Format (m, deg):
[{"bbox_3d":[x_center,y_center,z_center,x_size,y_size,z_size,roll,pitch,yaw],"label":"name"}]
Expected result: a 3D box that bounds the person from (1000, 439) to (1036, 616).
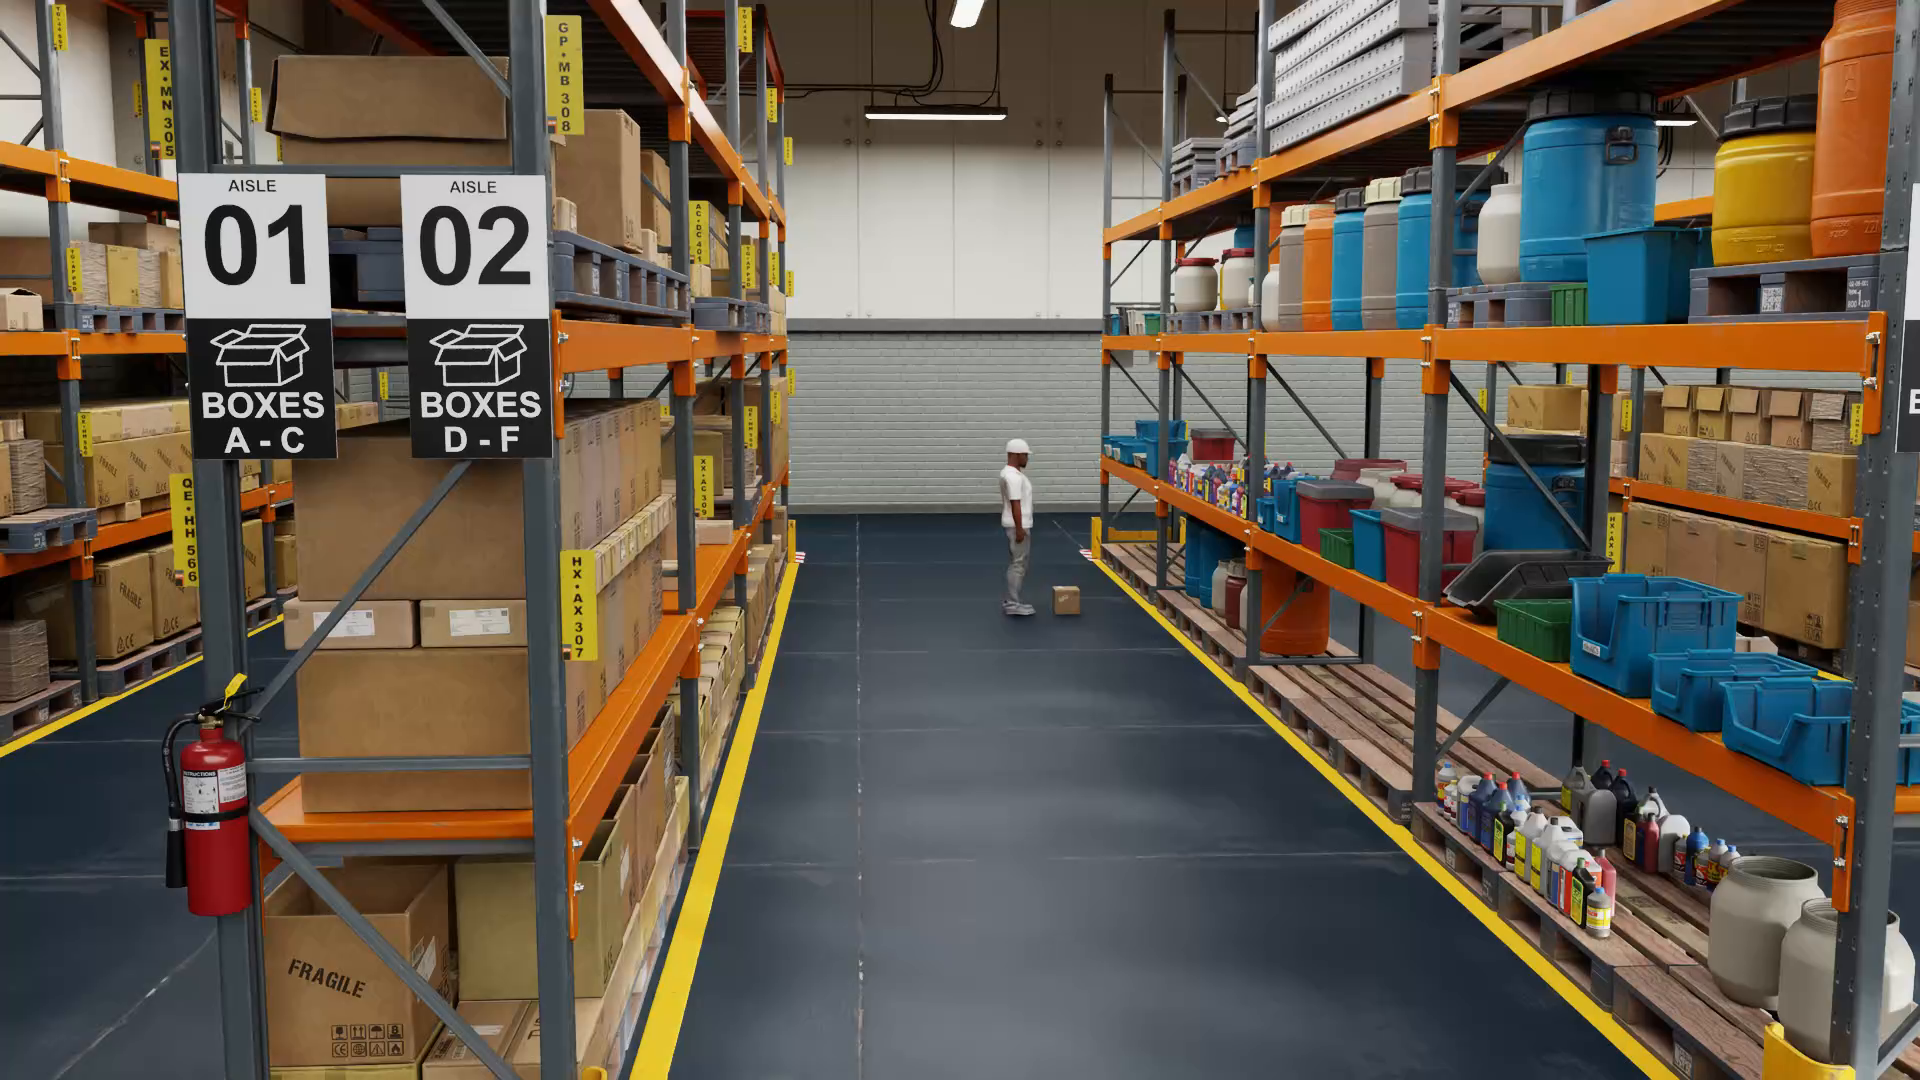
[{"bbox_3d":[0.575,-0.136,16.785,0.358,1.763,0.565,0,7,-2],"label":"person"}]
